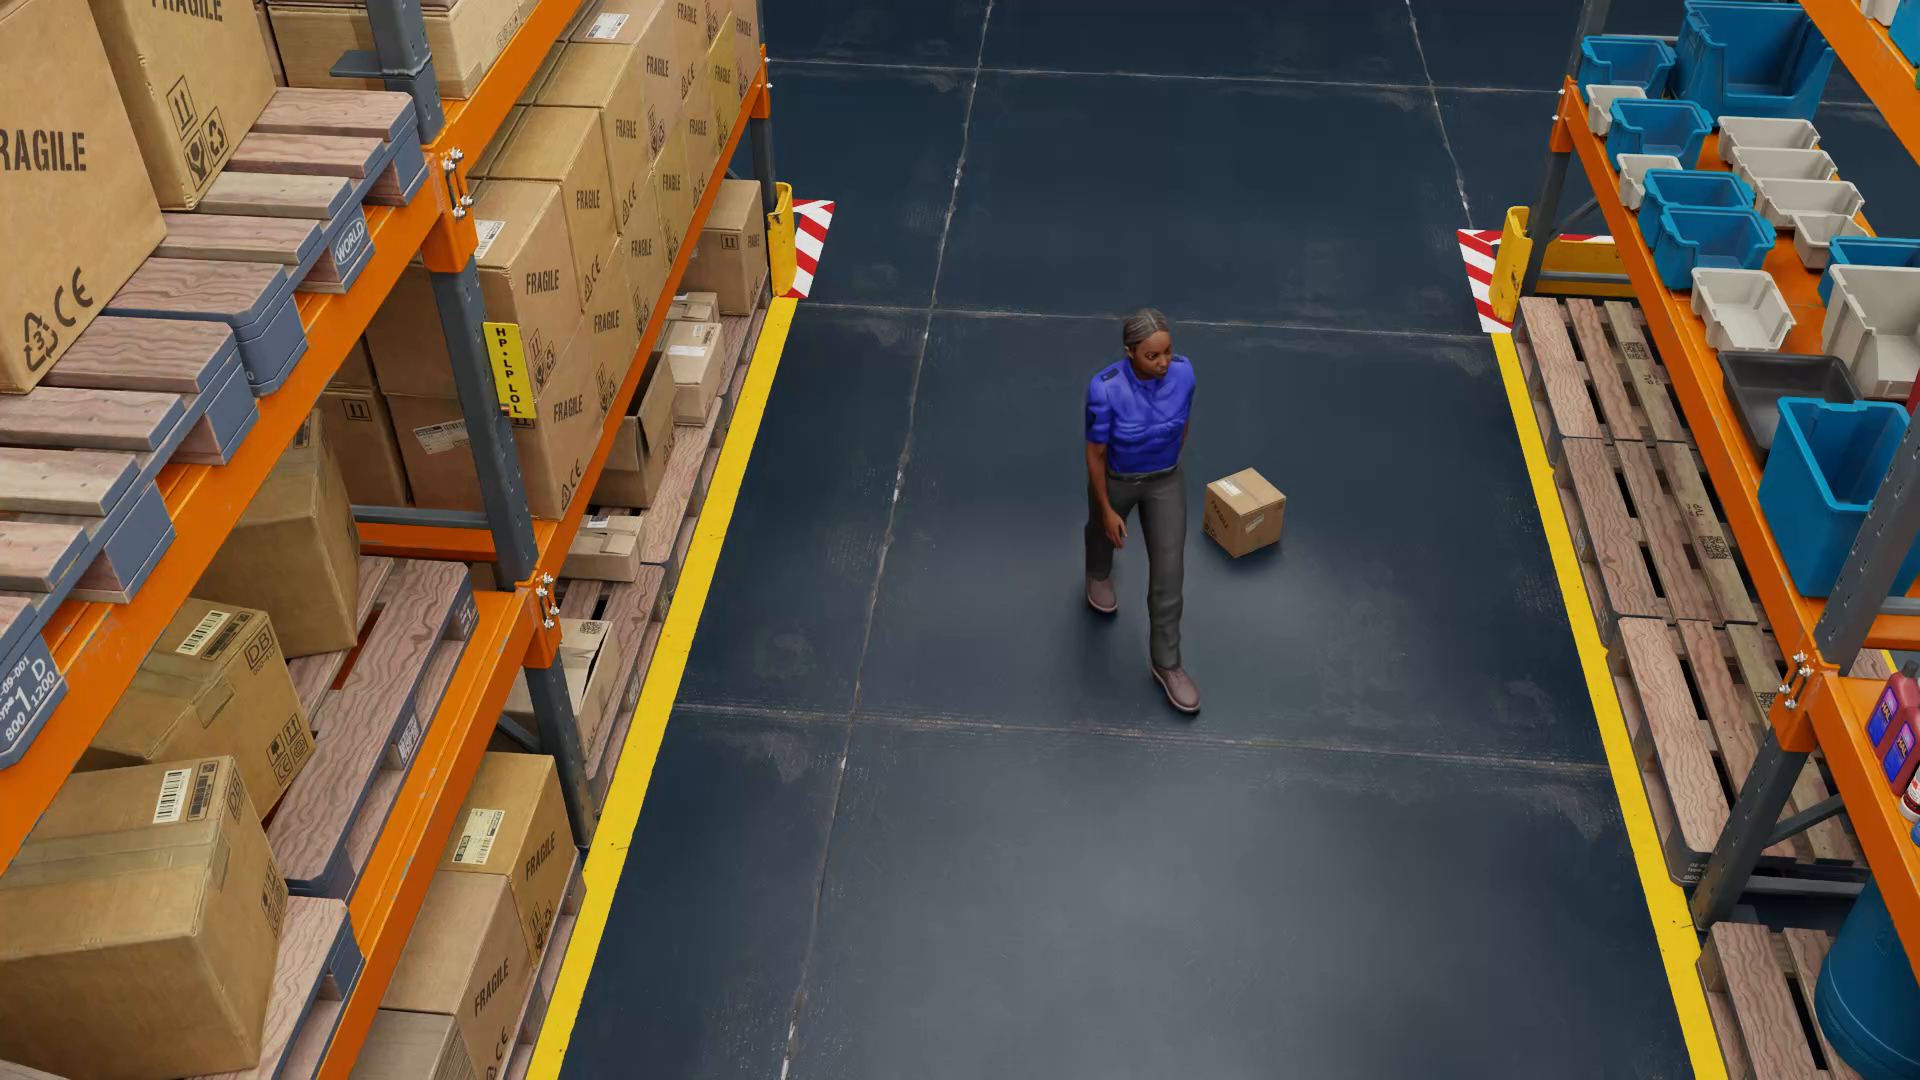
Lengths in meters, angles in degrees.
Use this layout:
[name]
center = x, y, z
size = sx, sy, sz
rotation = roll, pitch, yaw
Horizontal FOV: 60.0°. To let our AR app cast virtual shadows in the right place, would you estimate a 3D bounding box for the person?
[person]
center = 0.682, -0.196, 6.379
size = 0.443, 1.608, 0.906
rotation = -6, 41, -7
